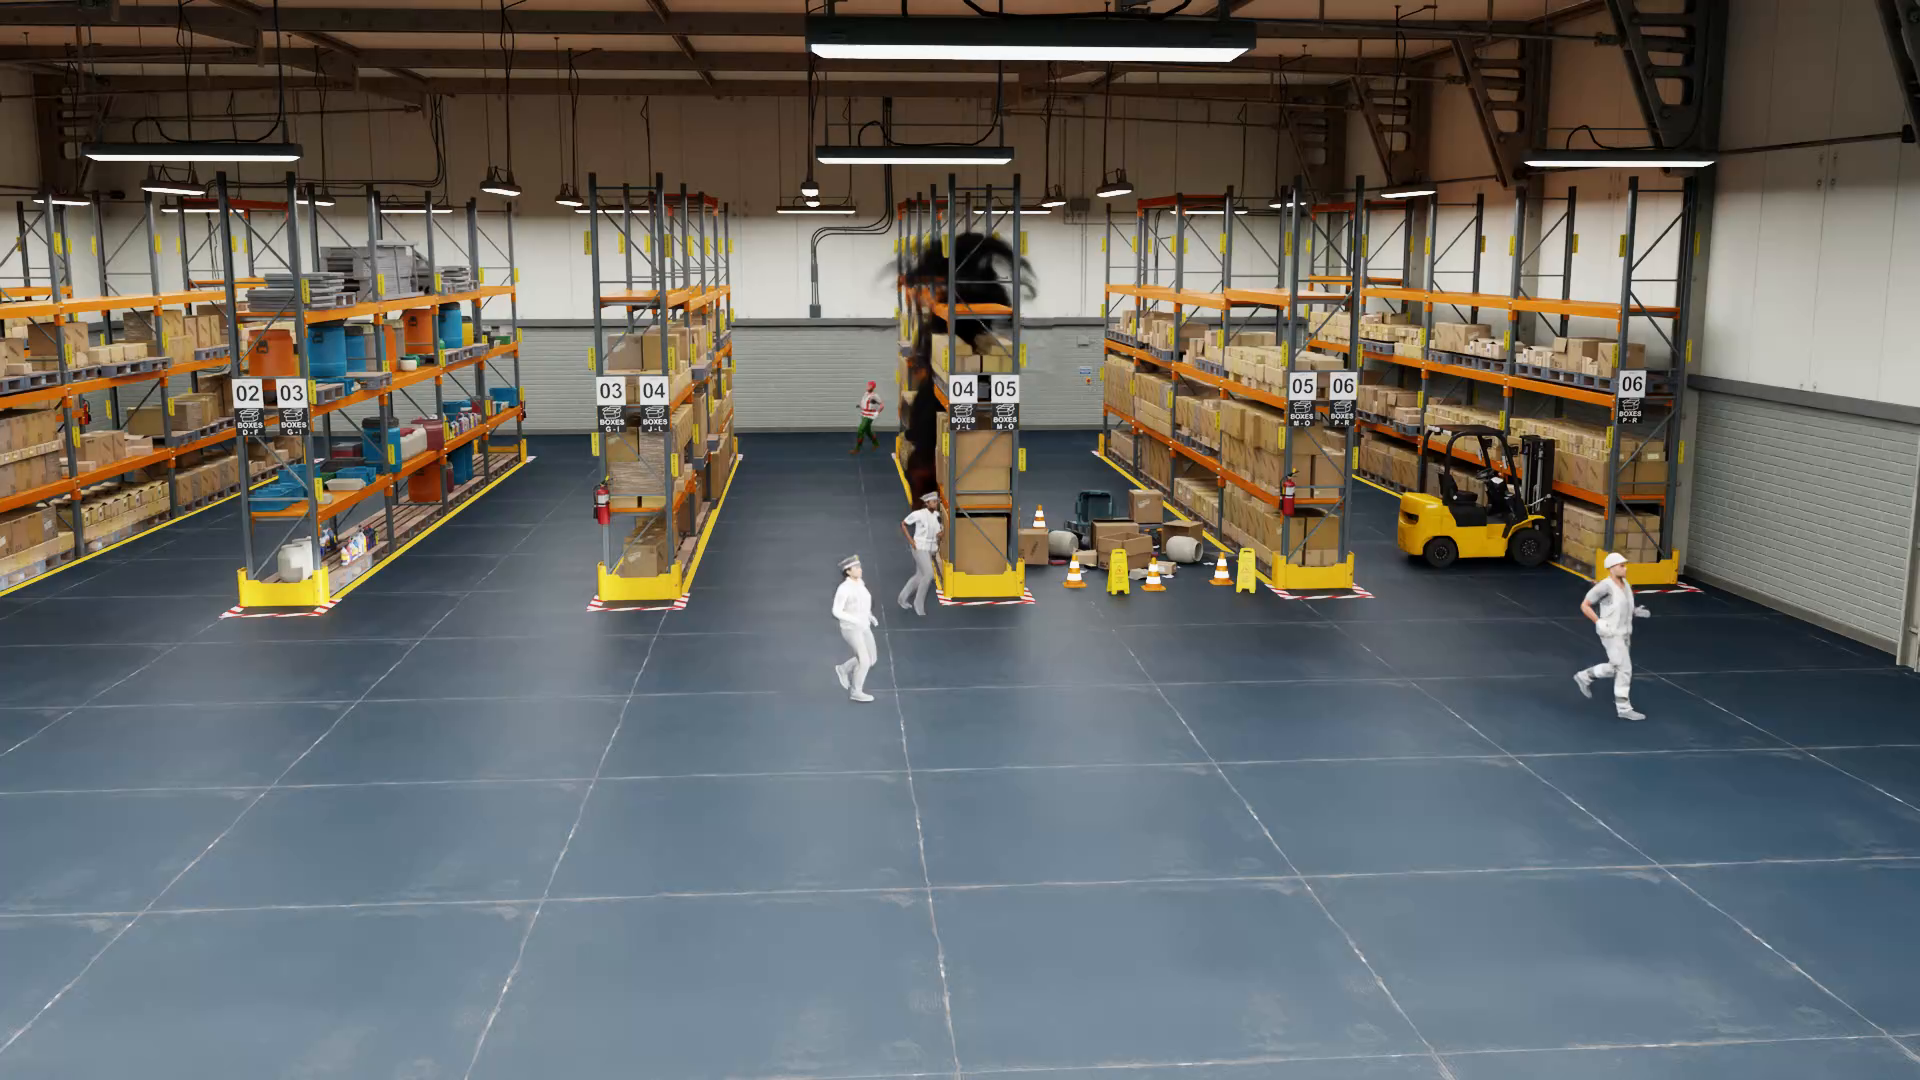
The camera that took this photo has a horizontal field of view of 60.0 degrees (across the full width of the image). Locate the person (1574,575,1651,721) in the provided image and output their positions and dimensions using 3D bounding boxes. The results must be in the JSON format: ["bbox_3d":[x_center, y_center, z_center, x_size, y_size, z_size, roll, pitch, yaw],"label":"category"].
[{"bbox_3d":[7.018,1.133,17.910,0.636,1.518,0.914,-8,13,-38],"label":"person"}]

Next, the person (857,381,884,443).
[{"bbox_3d":[-2.230,-3.108,40.278,0.588,1.502,0.718,-5,11,-28],"label":"person"}]

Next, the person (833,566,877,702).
[{"bbox_3d":[-1.189,0.997,18.476,0.499,1.586,0.613,5,11,27],"label":"person"}]

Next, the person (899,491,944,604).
[{"bbox_3d":[-0.508,0.092,23.000,0.660,1.559,0.550,8,13,38],"label":"person"}]
